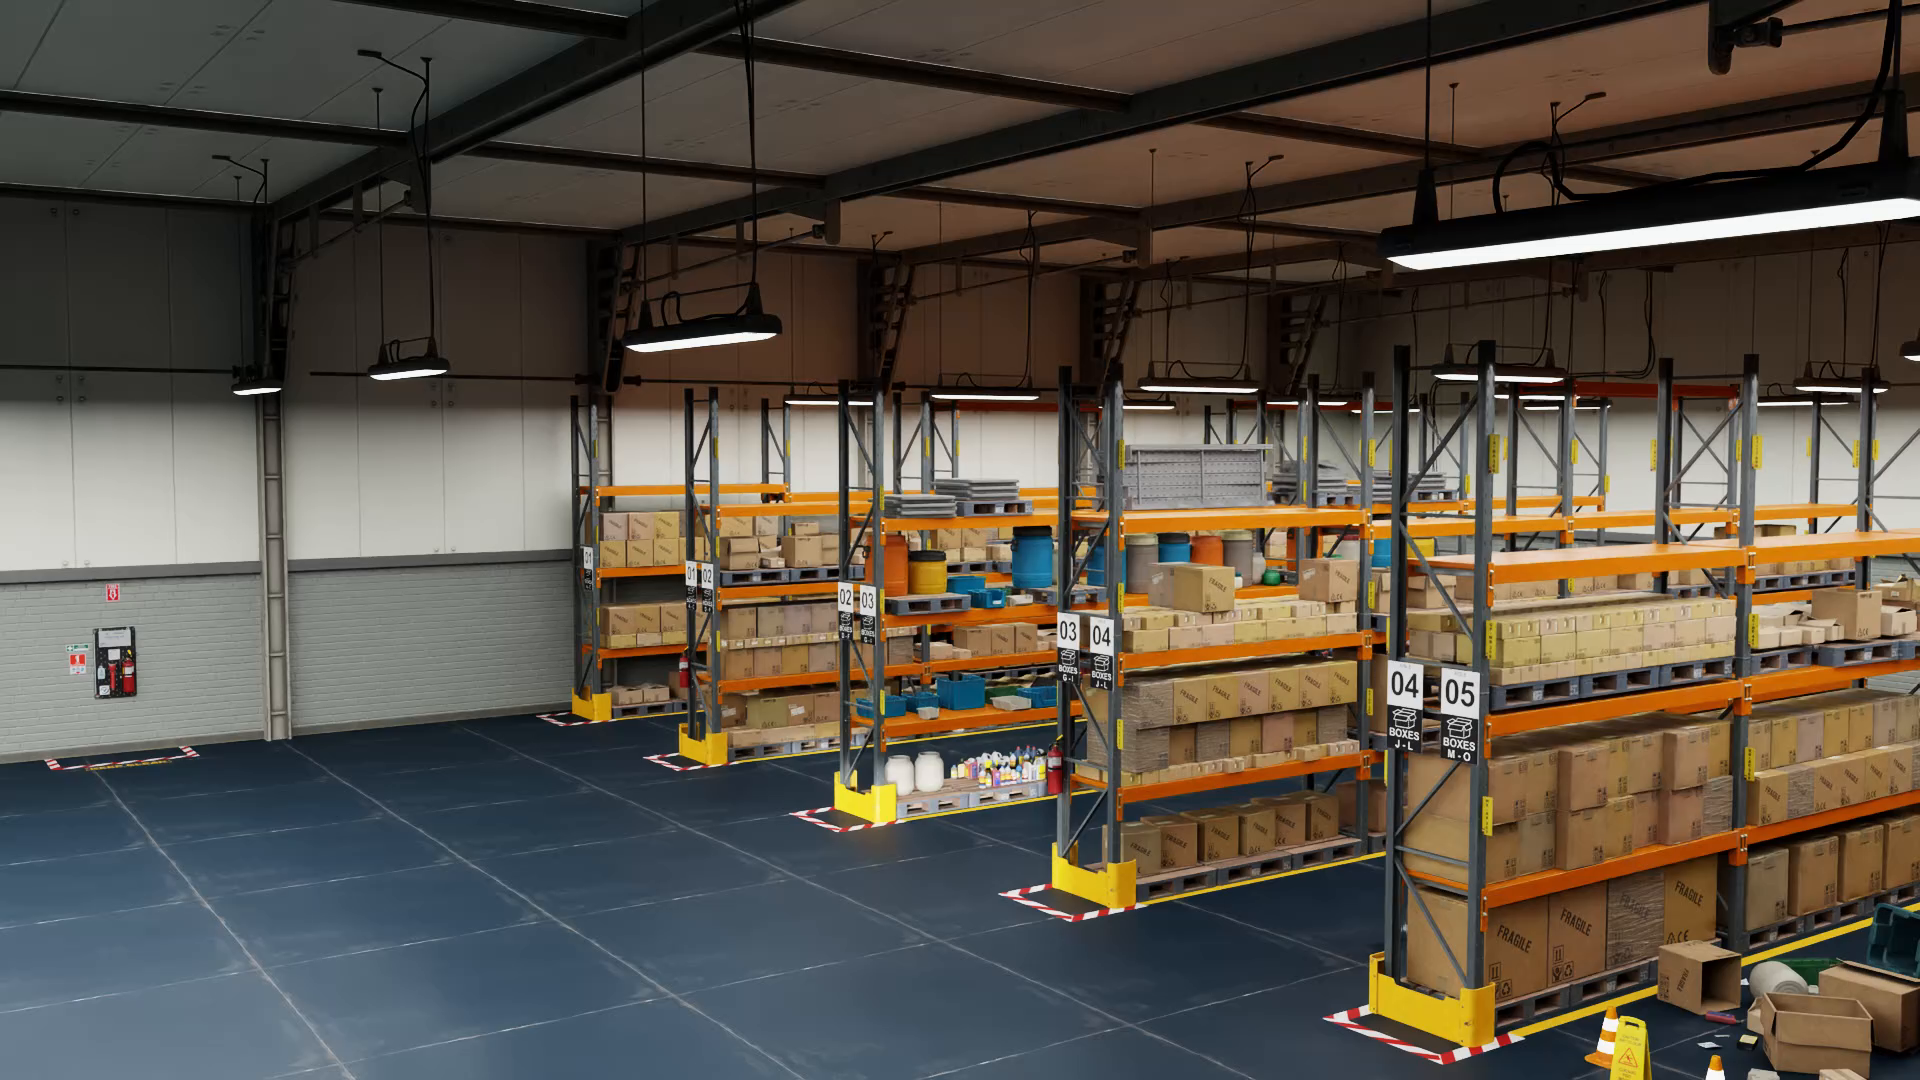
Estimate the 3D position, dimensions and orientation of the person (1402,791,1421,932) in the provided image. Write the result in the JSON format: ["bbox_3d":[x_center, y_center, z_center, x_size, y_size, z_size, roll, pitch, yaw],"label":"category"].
[{"bbox_3d":[4.789,3.243,17.246,0.612,1.775,0.612,-2,4,-35],"label":"person"}]
